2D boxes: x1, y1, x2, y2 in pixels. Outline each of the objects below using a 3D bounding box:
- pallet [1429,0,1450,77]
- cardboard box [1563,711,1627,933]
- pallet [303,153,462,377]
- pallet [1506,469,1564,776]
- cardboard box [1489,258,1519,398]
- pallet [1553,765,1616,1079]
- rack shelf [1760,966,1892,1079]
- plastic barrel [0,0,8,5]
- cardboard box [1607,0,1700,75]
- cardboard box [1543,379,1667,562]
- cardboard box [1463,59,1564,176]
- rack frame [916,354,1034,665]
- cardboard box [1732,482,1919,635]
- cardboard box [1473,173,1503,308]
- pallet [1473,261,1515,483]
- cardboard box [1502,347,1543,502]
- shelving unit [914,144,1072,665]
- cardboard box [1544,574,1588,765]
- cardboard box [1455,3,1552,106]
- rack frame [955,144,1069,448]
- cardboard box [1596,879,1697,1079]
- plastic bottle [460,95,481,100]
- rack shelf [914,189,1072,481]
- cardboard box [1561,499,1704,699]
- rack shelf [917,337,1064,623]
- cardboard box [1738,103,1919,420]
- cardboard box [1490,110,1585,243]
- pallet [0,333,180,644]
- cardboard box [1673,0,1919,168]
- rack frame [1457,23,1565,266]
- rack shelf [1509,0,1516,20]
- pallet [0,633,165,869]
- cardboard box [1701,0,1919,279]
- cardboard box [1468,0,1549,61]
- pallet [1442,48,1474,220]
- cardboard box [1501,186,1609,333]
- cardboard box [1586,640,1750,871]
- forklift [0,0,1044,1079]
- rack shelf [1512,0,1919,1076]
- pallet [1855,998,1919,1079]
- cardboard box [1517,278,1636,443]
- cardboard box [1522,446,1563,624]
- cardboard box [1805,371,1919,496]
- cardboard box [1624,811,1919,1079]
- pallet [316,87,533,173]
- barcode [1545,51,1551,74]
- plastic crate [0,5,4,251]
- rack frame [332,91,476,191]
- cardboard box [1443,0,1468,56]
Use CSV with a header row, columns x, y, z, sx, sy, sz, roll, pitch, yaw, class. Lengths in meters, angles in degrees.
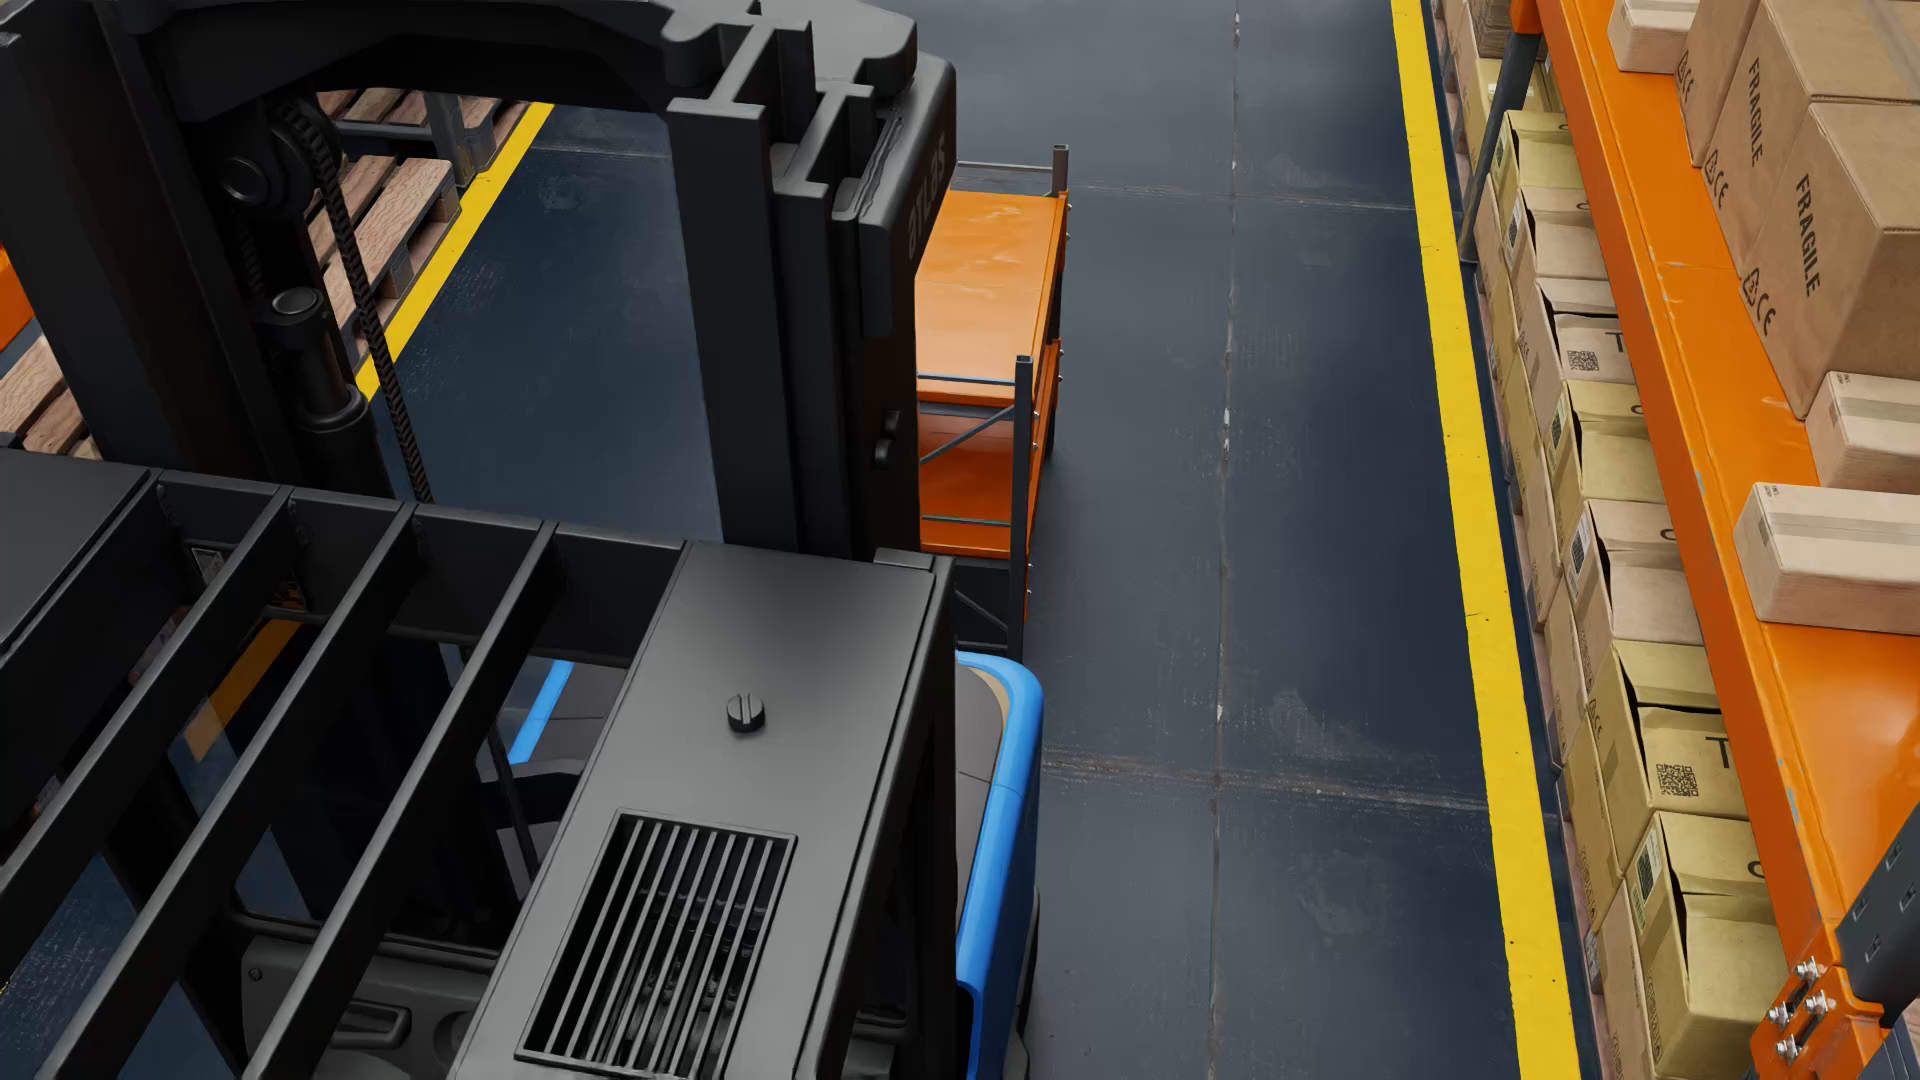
x,y,z,sx,sy,sz,roll,pitch,yaw,class
2.722,-2.502,7.738,1.003,0.211,1.213,5,44,6,pallet
1.780,0.698,4.026,0.500,0.250,0.500,5,44,5,cardboard box
-2.558,-1.044,6.199,1.003,0.211,1.213,5,44,6,pallet
2.199,0.210,4.875,1.003,0.211,1.213,5,44,6,pallet
2.049,-0.696,5.497,0.500,0.250,0.500,6,44,7,cardboard box
2.035,1.039,3.999,1.003,0.211,1.213,5,44,6,pallet
1.623,2.208,1.259,1.077,0.370,4.000,5,44,6,rack shelf
-2.820,-1.657,4.918,0.301,0.262,0.301,0,43,0,plastic barrel
2.097,-1.466,4.799,0.380,0.149,0.250,5,44,6,cardboard box
1.913,-0.193,4.559,0.500,0.311,0.500,6,44,7,cardboard box
2.261,-1.632,6.486,0.500,0.250,0.500,5,44,6,cardboard box
-0.068,-0.057,4.492,0.500,1.125,0.032,5,44,6,rack frame
1.733,0.037,3.212,0.380,0.149,0.250,5,44,6,cardboard box
2.118,-1.044,5.865,0.500,0.250,0.500,4,44,5,cardboard box
2.358,-0.624,5.755,1.003,0.211,1.213,5,44,6,pallet
1.983,-0.342,5.124,0.500,0.250,0.500,4,44,4,cardboard box
-0.001,-0.404,4.858,0.538,1.125,1.048,5,44,6,shelving unit
1.850,0.355,4.388,0.500,0.250,0.500,6,44,6,cardboard box
2.337,-1.972,6.845,0.500,0.250,0.500,5,44,6,cardboard box
0.066,-0.750,5.224,0.500,1.125,0.032,5,44,6,rack frame
1.715,1.049,3.655,0.500,0.250,0.500,6,44,7,cardboard box
-2.016,-1.941,6.783,0.097,0.271,0.097,0,43,0,plastic bottle
-0.001,-0.616,4.657,0.538,0.278,1.000,5,44,6,rack shelf
1.845,0.148,4.198,0.500,0.311,0.500,5,44,5,cardboard box
-0.001,-0.226,5.027,0.538,0.278,1.000,5,44,6,rack shelf
2.093,-0.597,3.626,0.500,0.500,0.500,3,44,3,cardboard box
2.115,-1.241,5.665,0.500,0.311,0.500,5,44,6,cardboard box
-2.717,-0.210,5.318,1.003,0.211,1.213,5,44,6,pallet
2.229,-1.297,4.366,0.500,0.500,0.500,8,44,9,cardboard box
2.416,-2.142,5.331,1.000,3.000,0.127,5,44,6,rack frame
2.681,-3.244,7.017,1.077,0.370,4.000,5,44,6,rack shelf
-2.881,0.619,4.442,1.003,0.211,1.213,5,44,6,pallet
2.163,-0.956,4.005,0.500,0.500,0.500,5,44,6,cardboard box
2.339,-2.244,6.587,0.500,0.500,0.500,5,44,6,cardboard box
2.563,-1.668,6.858,1.003,0.211,1.213,5,44,6,pallet
2.044,-0.900,5.305,0.500,0.311,0.500,5,44,5,cardboard box
1.775,0.492,3.835,0.500,0.311,0.500,5,44,5,cardboard box
-0.593,0.899,2.168,1.130,2.935,3.031,7,44,8,forklift
2.152,-0.518,4.138,1.077,0.370,4.000,5,44,6,rack shelf
1.868,1.122,2.023,1.213,0.211,1.003,5,44,6,pallet
1.976,-0.547,4.933,0.500,0.311,0.500,4,44,4,cardboard box
1.915,0.004,4.758,0.500,0.250,0.500,6,44,6,cardboard box
2.000,-0.199,3.461,0.380,0.149,0.250,8,44,9,cardboard box
1.713,0.847,3.460,0.500,0.311,0.500,6,44,7,cardboard box
-2.363,-2.036,7.247,1.003,0.211,1.213,5,44,6,pallet
1.970,-1.607,5.565,0.001,0.075,0.075,5,44,6,barcode
-2.505,-0.966,4.041,0.402,0.464,0.583,5,44,6,plastic crate
-2.493,-2.595,5.809,1.000,3.000,0.127,5,44,6,rack frame
2.389,-2.314,7.207,0.500,0.250,0.500,5,44,6,cardboard box
